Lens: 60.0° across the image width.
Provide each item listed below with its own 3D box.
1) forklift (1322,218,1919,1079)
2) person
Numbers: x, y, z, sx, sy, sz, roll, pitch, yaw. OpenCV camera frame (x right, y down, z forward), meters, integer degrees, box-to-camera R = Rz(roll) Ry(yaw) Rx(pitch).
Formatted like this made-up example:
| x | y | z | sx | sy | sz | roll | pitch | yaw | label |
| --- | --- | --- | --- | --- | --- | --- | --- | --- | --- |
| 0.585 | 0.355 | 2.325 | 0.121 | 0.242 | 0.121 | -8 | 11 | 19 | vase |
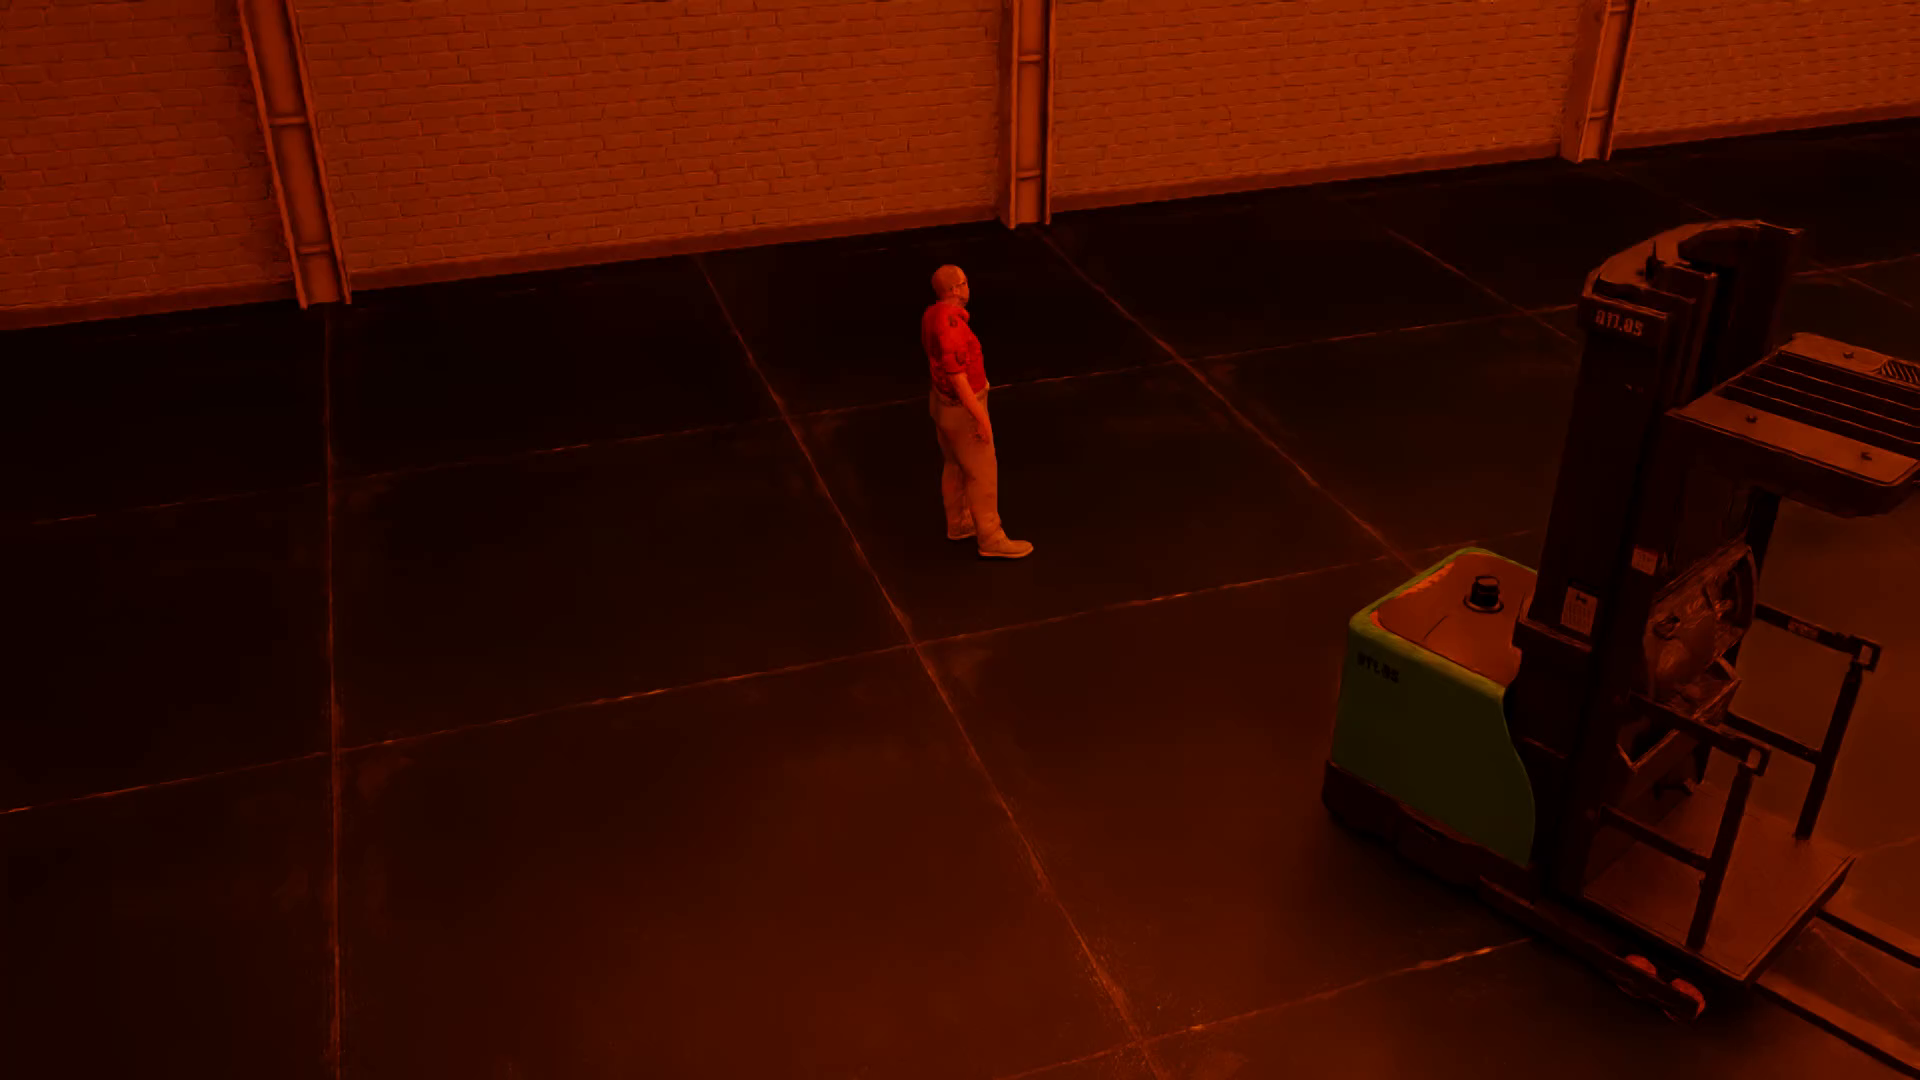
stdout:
| x | y | z | sx | sy | sz | roll | pitch | yaw | label |
| --- | --- | --- | --- | --- | --- | --- | --- | --- | --- |
| 3.065 | 0.372 | 6.440 | 1.130 | 2.935 | 3.031 | -25 | 38 | -36 | forklift |
| 0.089 | -0.764 | 9.606 | 0.550 | 1.727 | 0.640 | -10 | 31 | -16 | person |
